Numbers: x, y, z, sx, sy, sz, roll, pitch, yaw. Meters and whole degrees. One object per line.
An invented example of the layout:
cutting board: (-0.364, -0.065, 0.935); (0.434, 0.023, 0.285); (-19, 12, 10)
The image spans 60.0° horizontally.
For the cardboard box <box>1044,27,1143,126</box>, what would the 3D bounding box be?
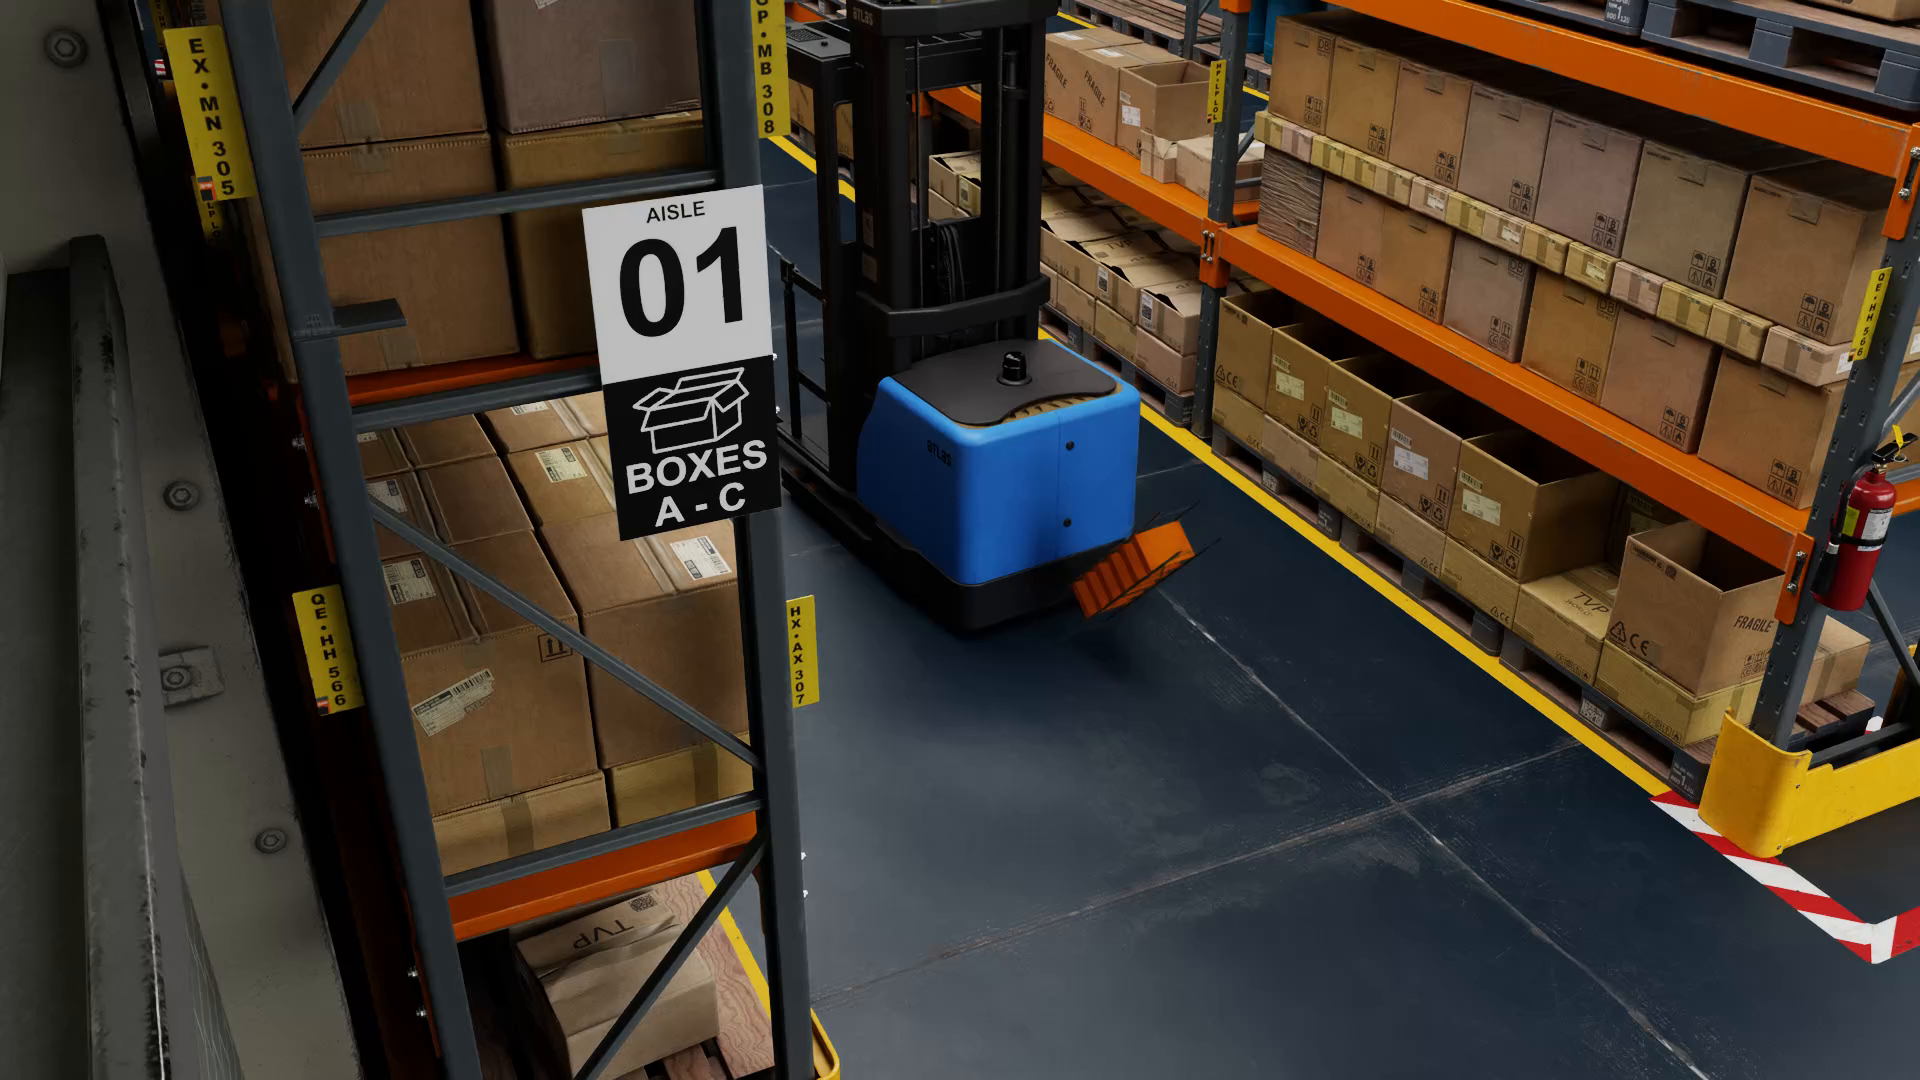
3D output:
cardboard box: (0.867, -3.098, 11.106); (0.500, 0.500, 0.500); (-15, 33, -25)

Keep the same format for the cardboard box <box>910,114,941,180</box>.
cardboard box: (-0.481, -3.258, 13.598); (0.500, 0.500, 0.500); (-12, 31, -20)

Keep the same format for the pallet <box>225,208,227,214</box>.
pallet: (-3.454, -1.801, 9.091); (1.003, 0.211, 1.213); (-13, 32, -22)

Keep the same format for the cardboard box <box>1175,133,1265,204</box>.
cardboard box: (1.598, -2.168, 9.703); (0.500, 0.250, 0.500); (-11, 31, -19)

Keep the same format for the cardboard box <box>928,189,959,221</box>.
cardboard box: (0.092, -2.483, 12.493); (0.500, 0.250, 0.500); (-13, 32, -22)

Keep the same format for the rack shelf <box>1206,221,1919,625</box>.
rack shelf: (2.708, -0.828, 7.895); (1.077, 0.370, 4.000); (-13, 32, -22)

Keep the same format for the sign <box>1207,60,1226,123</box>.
sign: (1.363, -2.377, 8.820); (0.100, 0.325, 0.005); (-13, 32, -22)

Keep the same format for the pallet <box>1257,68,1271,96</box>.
pallet: (3.711, -4.492, 16.545); (1.003, 0.211, 1.213); (-13, 32, -22)

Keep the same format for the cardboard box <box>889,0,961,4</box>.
cardboard box: (-0.240, -4.273, 12.772); (0.700, 0.500, 0.500); (-26, 38, -38)

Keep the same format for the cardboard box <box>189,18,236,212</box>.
cardboard box: (-1.758, -1.151, 4.546); (0.500, 0.500, 0.500); (-15, 32, -24)

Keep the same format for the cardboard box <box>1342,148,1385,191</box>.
cardboard box: (2.124, -1.852, 8.221); (0.380, 0.149, 0.250); (-13, 32, -22)

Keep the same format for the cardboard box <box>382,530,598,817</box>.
cardboard box: (-1.300, 0.350, 4.426); (0.500, 0.500, 0.500); (-13, 32, -23)

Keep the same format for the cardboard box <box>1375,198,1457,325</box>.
cardboard box: (2.490, -1.420, 8.113); (0.700, 0.500, 0.500); (-13, 32, -21)

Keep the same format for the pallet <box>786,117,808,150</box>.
pallet: (-1.202, -3.991, 15.652); (1.003, 0.211, 1.213); (-13, 32, -22)

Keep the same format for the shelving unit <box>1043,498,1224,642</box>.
shelving unit: (0.749, 0.152, 7.444); (0.258, 1.200, 0.189); (-17, 76, -28)

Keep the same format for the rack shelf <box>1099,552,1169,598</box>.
rack shelf: (0.777, 0.125, 7.379); (0.258, 0.103, 0.180); (-17, 76, -28)

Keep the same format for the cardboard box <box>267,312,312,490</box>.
cardboard box: (-2.182, -0.552, 6.033); (0.500, 0.500, 0.500); (-12, 32, -21)

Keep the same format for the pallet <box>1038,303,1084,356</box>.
pallet: (0.970, -1.666, 11.505); (1.003, 0.211, 1.213); (-13, 32, -22)

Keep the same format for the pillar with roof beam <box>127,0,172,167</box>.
pillar with roof beam: (-3.251, -8.165, 14.111); (9.100, 9.000, 0.400); (-13, 32, -22)

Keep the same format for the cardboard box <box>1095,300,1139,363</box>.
cardboard box: (1.194, -1.355, 10.482); (0.500, 0.250, 0.500); (-14, 32, -23)

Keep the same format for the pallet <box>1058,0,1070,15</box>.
pallet: (1.492, -6.776, 20.617); (1.003, 0.211, 1.213); (-13, 32, -22)

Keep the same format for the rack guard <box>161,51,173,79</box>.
rack guard: (-7.785, -5.205, 17.520); (1.175, 0.500, 0.348); (-13, 32, -22)

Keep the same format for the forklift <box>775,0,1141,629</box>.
forklift: (-0.324, -1.539, 8.498); (1.130, 2.935, 3.031); (-17, 33, -27)

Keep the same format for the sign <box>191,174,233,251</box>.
sign: (-3.123, -1.370, 6.943); (0.100, 0.325, 0.005); (-13, 32, -22)

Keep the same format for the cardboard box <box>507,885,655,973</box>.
cardboard box: (-1.366, 1.188, 5.864); (0.500, 0.311, 0.500); (-10, 31, -18)

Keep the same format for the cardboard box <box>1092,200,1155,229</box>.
cardboard box: (1.236, -2.167, 11.357); (0.500, 0.311, 0.500); (-12, 32, -21)

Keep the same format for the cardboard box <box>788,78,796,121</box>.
cardboard box: (-1.359, -4.163, 15.212); (0.500, 0.500, 0.500); (-13, 32, -21)

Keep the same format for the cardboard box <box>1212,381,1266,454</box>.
cardboard box: (1.774, -0.740, 9.386); (0.500, 0.250, 0.500); (-13, 32, -22)

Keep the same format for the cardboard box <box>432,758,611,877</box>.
cardboard box: (-1.282, 0.674, 4.613); (0.500, 0.250, 0.500); (-13, 32, -21)

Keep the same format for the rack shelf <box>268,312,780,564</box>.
rack shelf: (-1.765, -1.094, 5.304); (1.077, 0.370, 4.000); (-13, 32, -22)

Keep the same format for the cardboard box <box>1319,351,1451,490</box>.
cardboard box: (2.195, -0.624, 8.411); (0.500, 0.500, 0.500); (-13, 32, -22)

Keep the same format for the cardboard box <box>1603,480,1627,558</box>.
cardboard box: (3.095, -0.291, 7.818); (0.500, 0.500, 0.500); (-13, 32, -22)

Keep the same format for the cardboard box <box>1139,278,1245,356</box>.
cardboard box: (1.416, -1.372, 9.939); (0.500, 0.311, 0.500); (-13, 32, -22)

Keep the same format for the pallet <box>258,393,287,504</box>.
pallet: (-3.486, -0.650, 9.694); (1.003, 0.211, 1.213); (-13, 32, -22)

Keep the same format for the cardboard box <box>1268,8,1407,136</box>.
cardboard box: (2.045, -2.440, 8.606); (0.700, 0.500, 0.500); (-13, 32, -22)

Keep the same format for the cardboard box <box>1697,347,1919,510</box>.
cardboard box: (3.378, -0.511, 6.492); (0.700, 0.500, 0.500); (-13, 32, -22)

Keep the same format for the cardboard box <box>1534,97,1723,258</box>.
cardboard box: (2.907, -1.554, 7.025); (0.700, 0.500, 0.500); (-13, 32, -22)

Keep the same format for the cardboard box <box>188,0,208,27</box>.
cardboard box: (-1.571, -1.387, 3.946); (0.500, 0.500, 0.500); (-11, 31, -19)

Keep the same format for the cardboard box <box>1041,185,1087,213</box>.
cardboard box: (0.542, -2.271, 11.543); (0.500, 0.311, 0.500); (-14, 32, -23)

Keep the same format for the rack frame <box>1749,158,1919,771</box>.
rack frame: (3.566, -0.258, 6.144); (1.000, 3.000, 0.127); (-13, 32, -22)

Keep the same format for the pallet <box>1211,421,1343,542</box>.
pallet: (2.153, -0.449, 9.334); (1.003, 0.211, 1.213); (-13, 32, -22)

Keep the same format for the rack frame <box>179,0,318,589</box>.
rack frame: (-2.623, -0.983, 7.437); (1.000, 3.000, 0.127); (-13, 32, -22)

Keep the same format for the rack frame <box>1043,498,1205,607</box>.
rack frame: (0.714, 0.070, 7.463); (0.240, 1.200, 0.006); (-17, 76, -28)

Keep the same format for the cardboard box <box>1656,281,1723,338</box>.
cardboard box: (3.007, -0.942, 6.597); (0.380, 0.149, 0.250); (-14, 32, -23)

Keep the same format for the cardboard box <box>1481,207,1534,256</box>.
cardboard box: (2.563, -1.398, 7.411); (0.380, 0.149, 0.250); (-14, 32, -23)

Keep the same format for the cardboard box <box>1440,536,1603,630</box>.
cardboard box: (2.628, 0.144, 7.808); (0.500, 0.250, 0.500); (-13, 32, -22)

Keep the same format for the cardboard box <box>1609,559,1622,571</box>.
cardboard box: (3.319, 0.254, 7.612); (0.500, 0.250, 0.500); (-13, 32, -22)

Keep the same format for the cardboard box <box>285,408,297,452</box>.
cardboard box: (-2.384, -0.453, 6.623); (0.500, 0.250, 0.500); (-14, 32, -24)
